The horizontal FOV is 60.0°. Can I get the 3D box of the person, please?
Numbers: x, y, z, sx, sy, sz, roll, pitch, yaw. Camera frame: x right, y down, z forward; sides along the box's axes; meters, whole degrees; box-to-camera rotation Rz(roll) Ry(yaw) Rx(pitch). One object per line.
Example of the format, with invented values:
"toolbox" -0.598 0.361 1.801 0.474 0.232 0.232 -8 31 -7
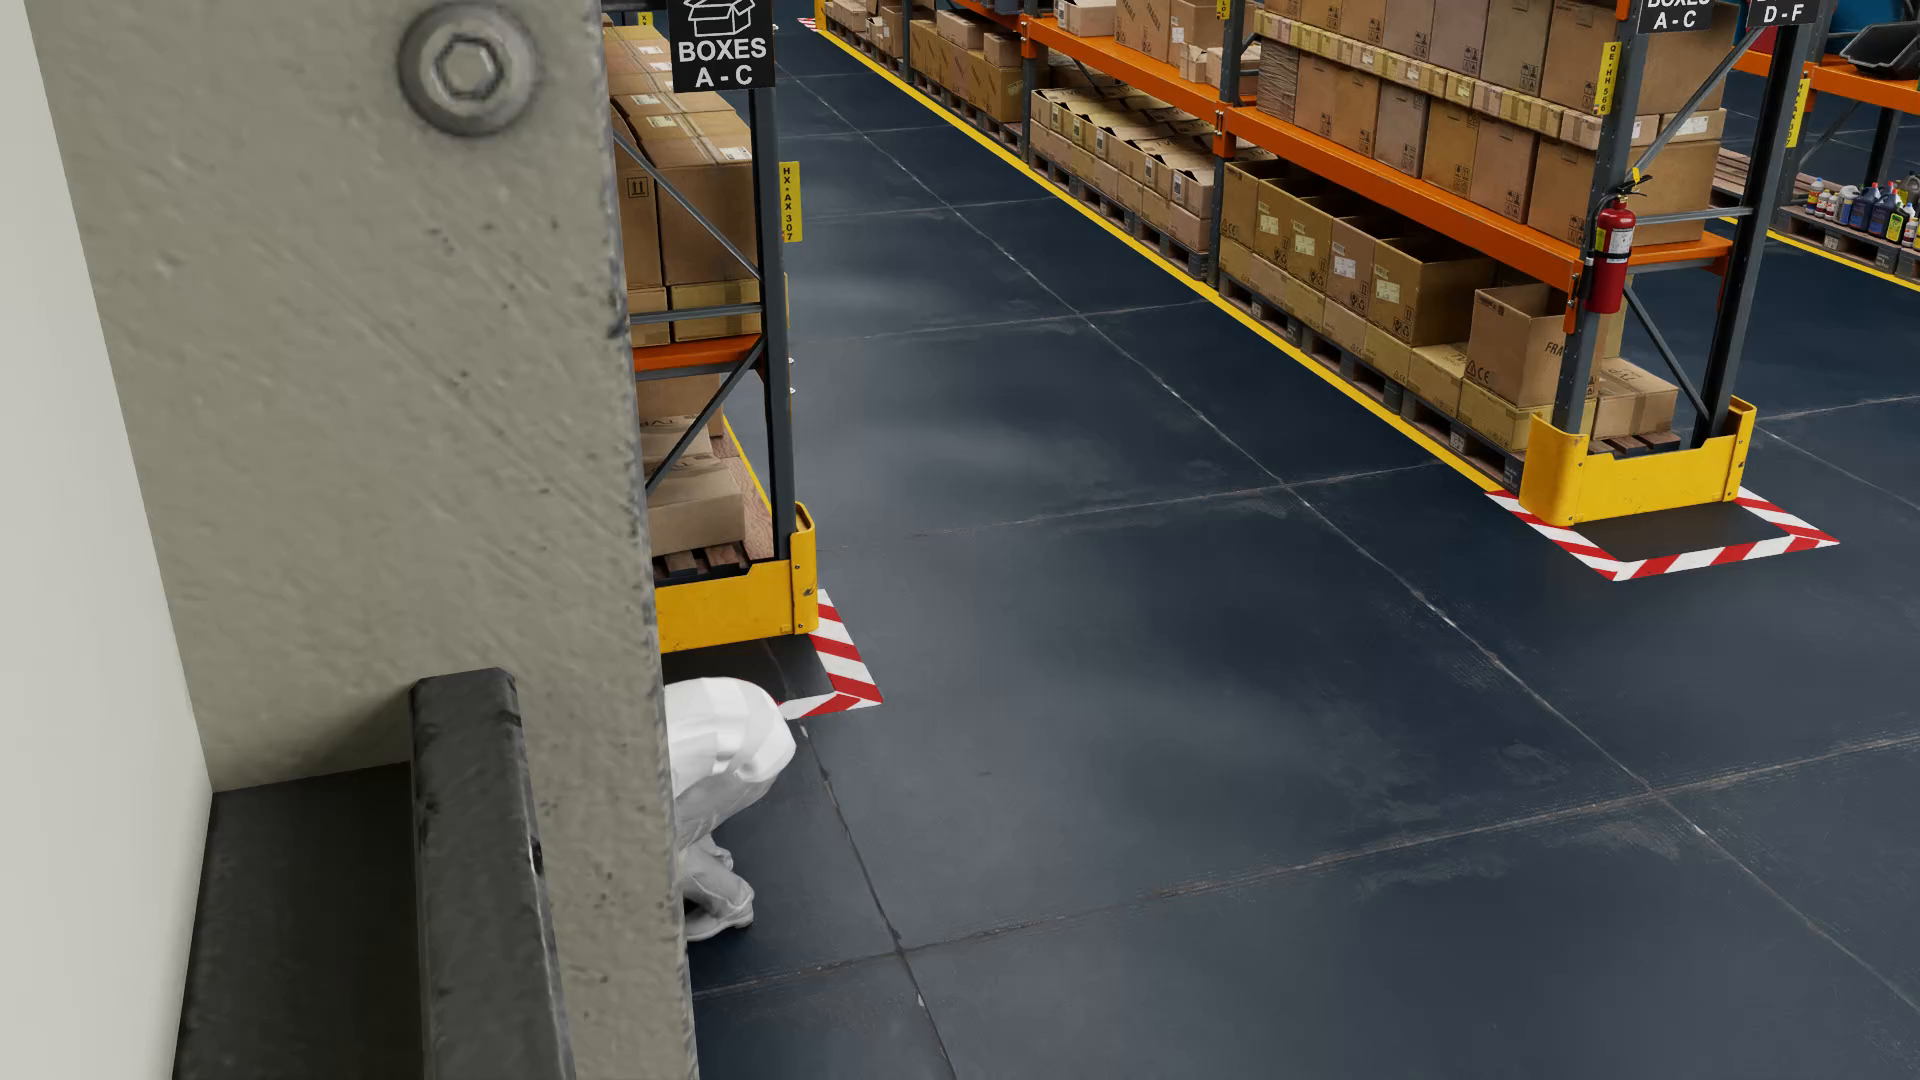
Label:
"person" -1.038 0.864 5.499 0.975 0.939 0.497 -9 28 -18
